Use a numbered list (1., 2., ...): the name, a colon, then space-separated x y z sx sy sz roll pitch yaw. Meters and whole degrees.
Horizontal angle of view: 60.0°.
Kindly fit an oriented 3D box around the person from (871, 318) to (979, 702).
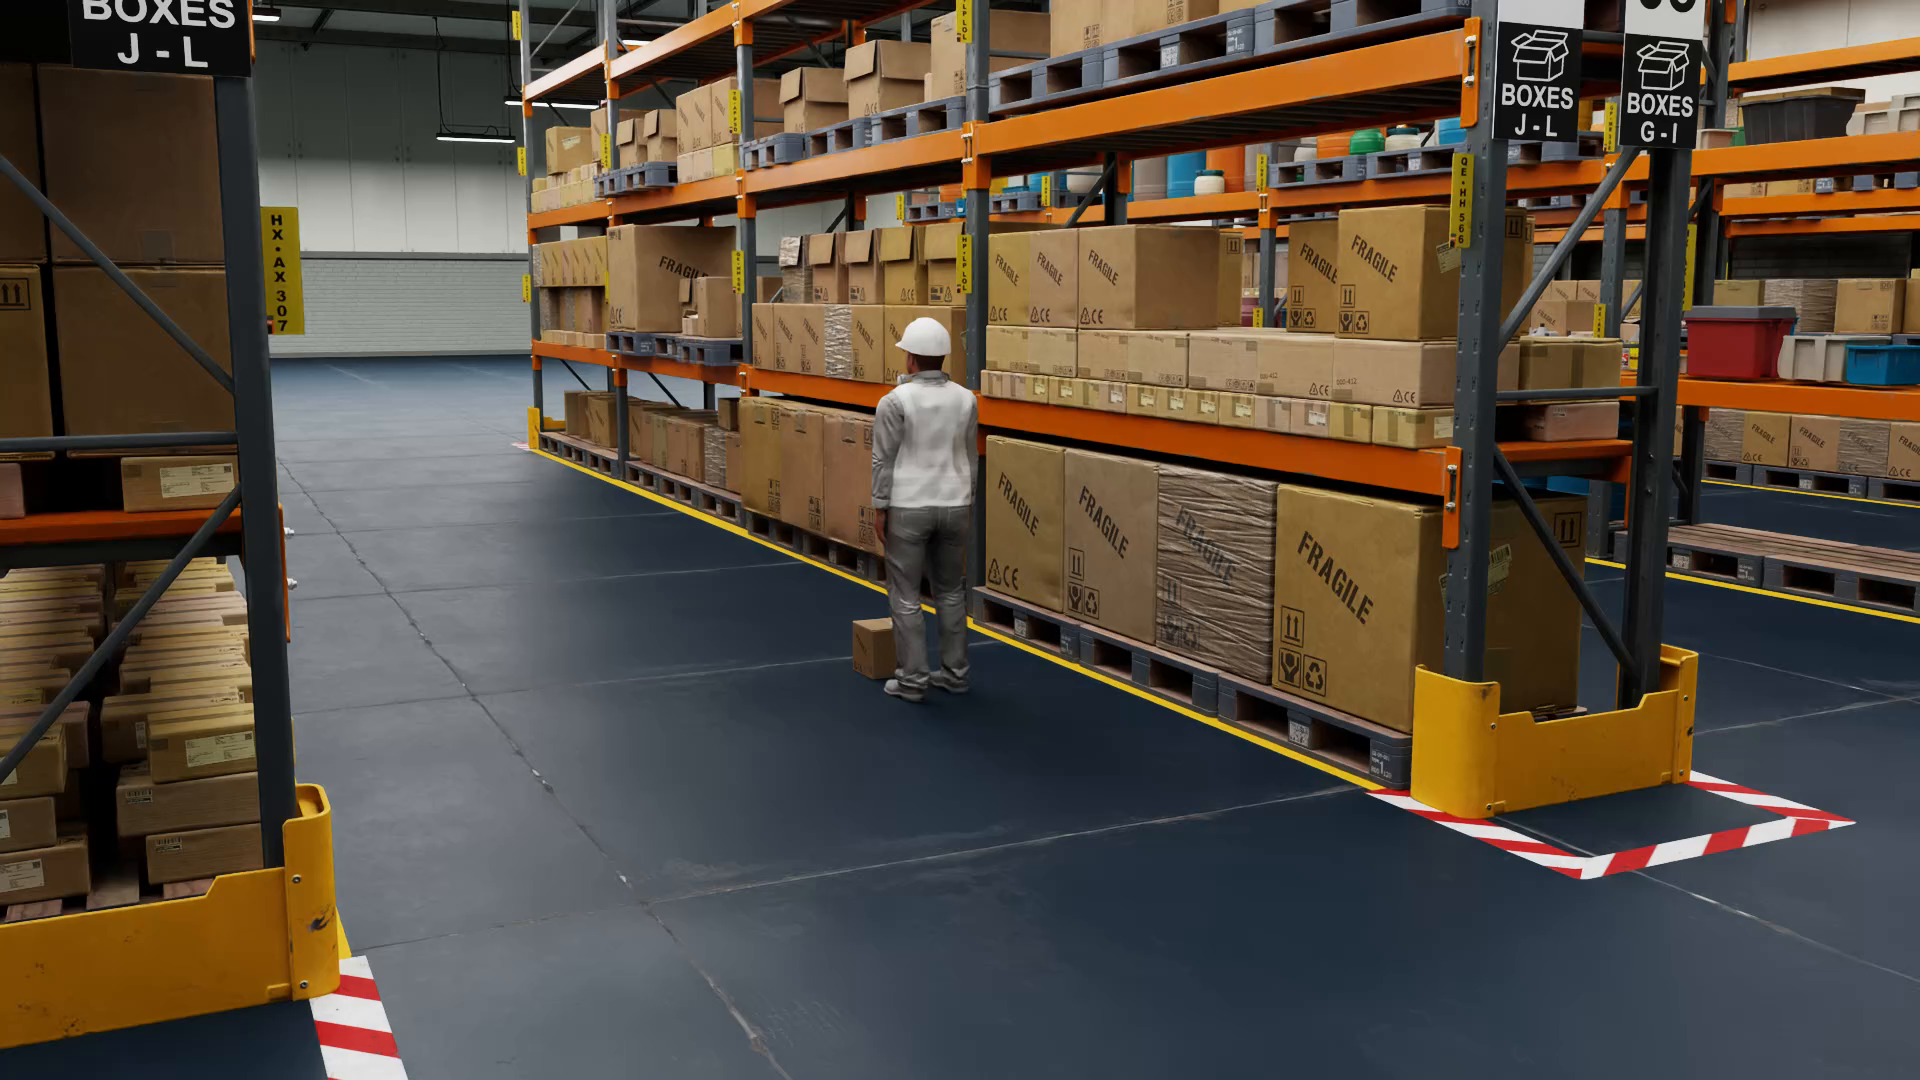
1. person: -0.175 -0.147 7.767 0.531 1.769 0.365 -4 9 -24
